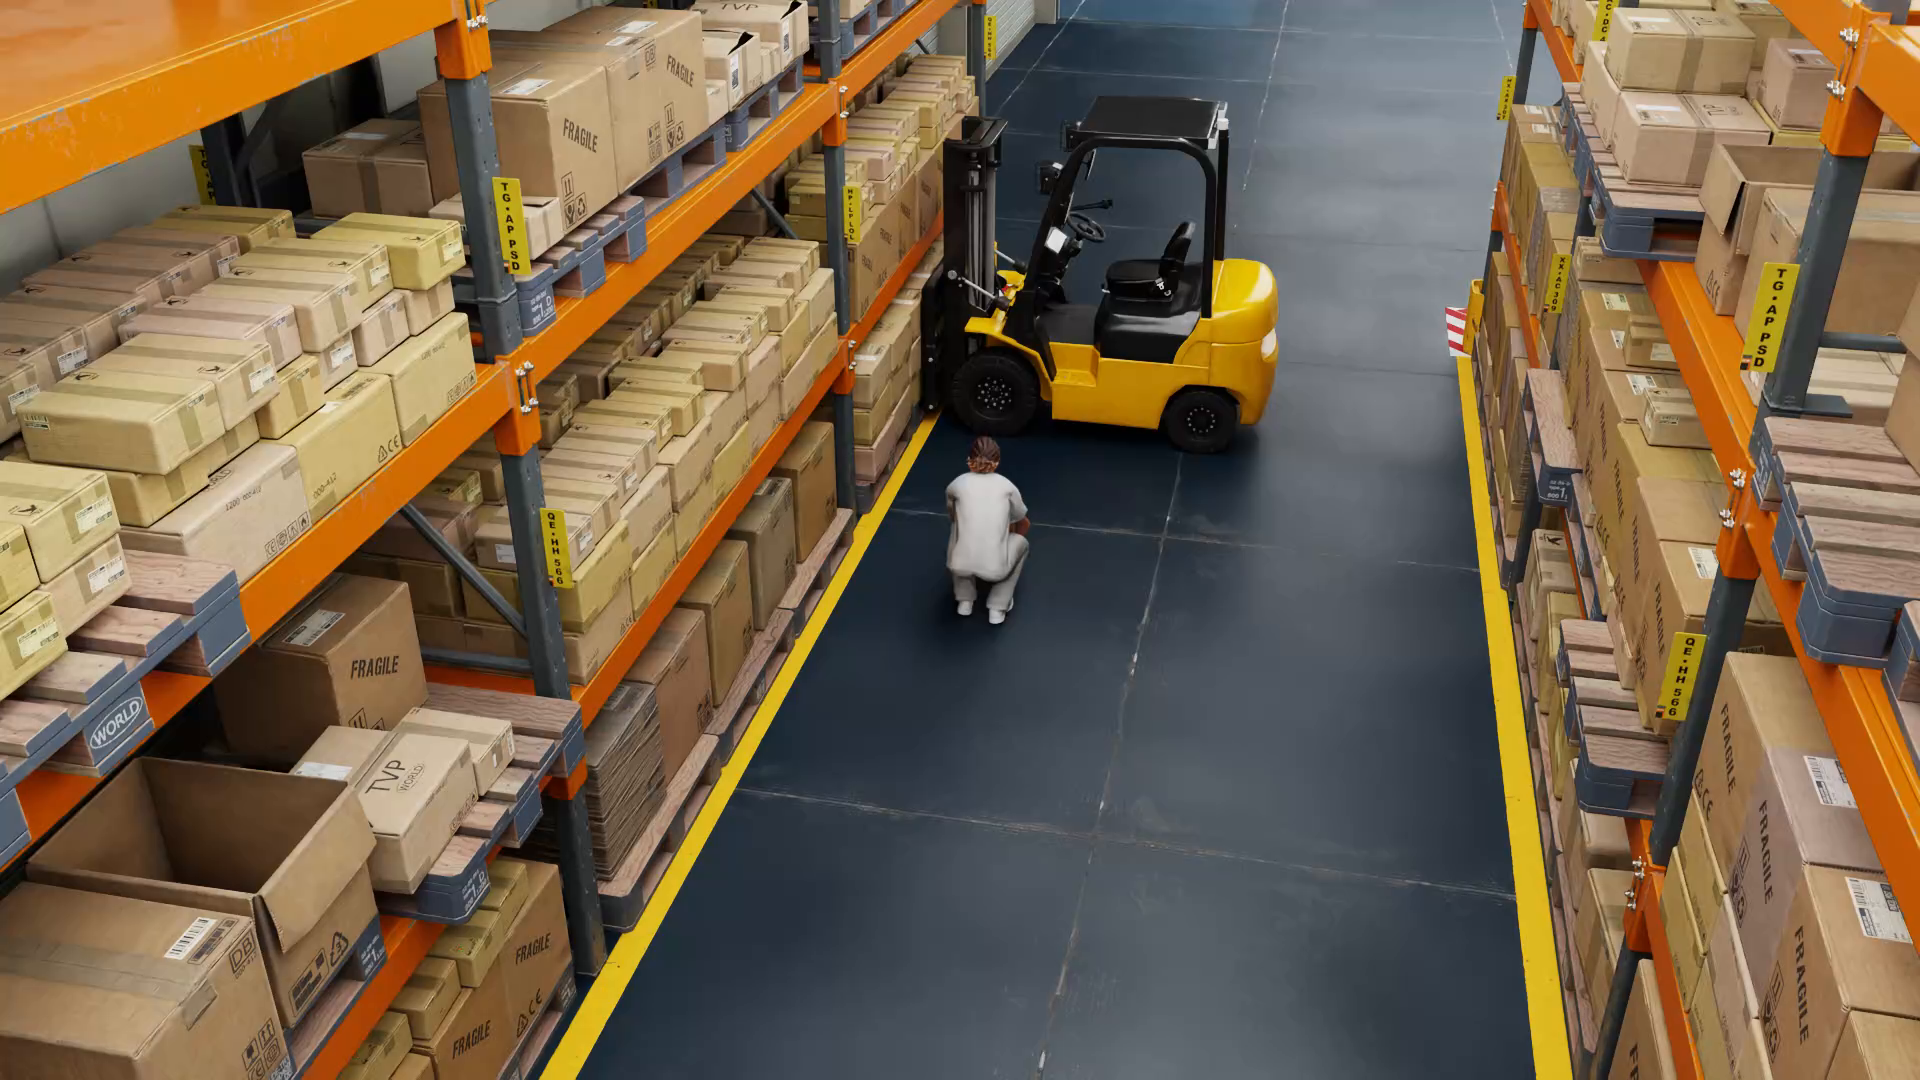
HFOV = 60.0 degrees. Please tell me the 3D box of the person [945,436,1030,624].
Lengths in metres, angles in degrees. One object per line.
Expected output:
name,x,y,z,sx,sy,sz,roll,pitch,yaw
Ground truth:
person,0.135,-0.065,9.508,0.492,0.933,0.798,6,29,11
